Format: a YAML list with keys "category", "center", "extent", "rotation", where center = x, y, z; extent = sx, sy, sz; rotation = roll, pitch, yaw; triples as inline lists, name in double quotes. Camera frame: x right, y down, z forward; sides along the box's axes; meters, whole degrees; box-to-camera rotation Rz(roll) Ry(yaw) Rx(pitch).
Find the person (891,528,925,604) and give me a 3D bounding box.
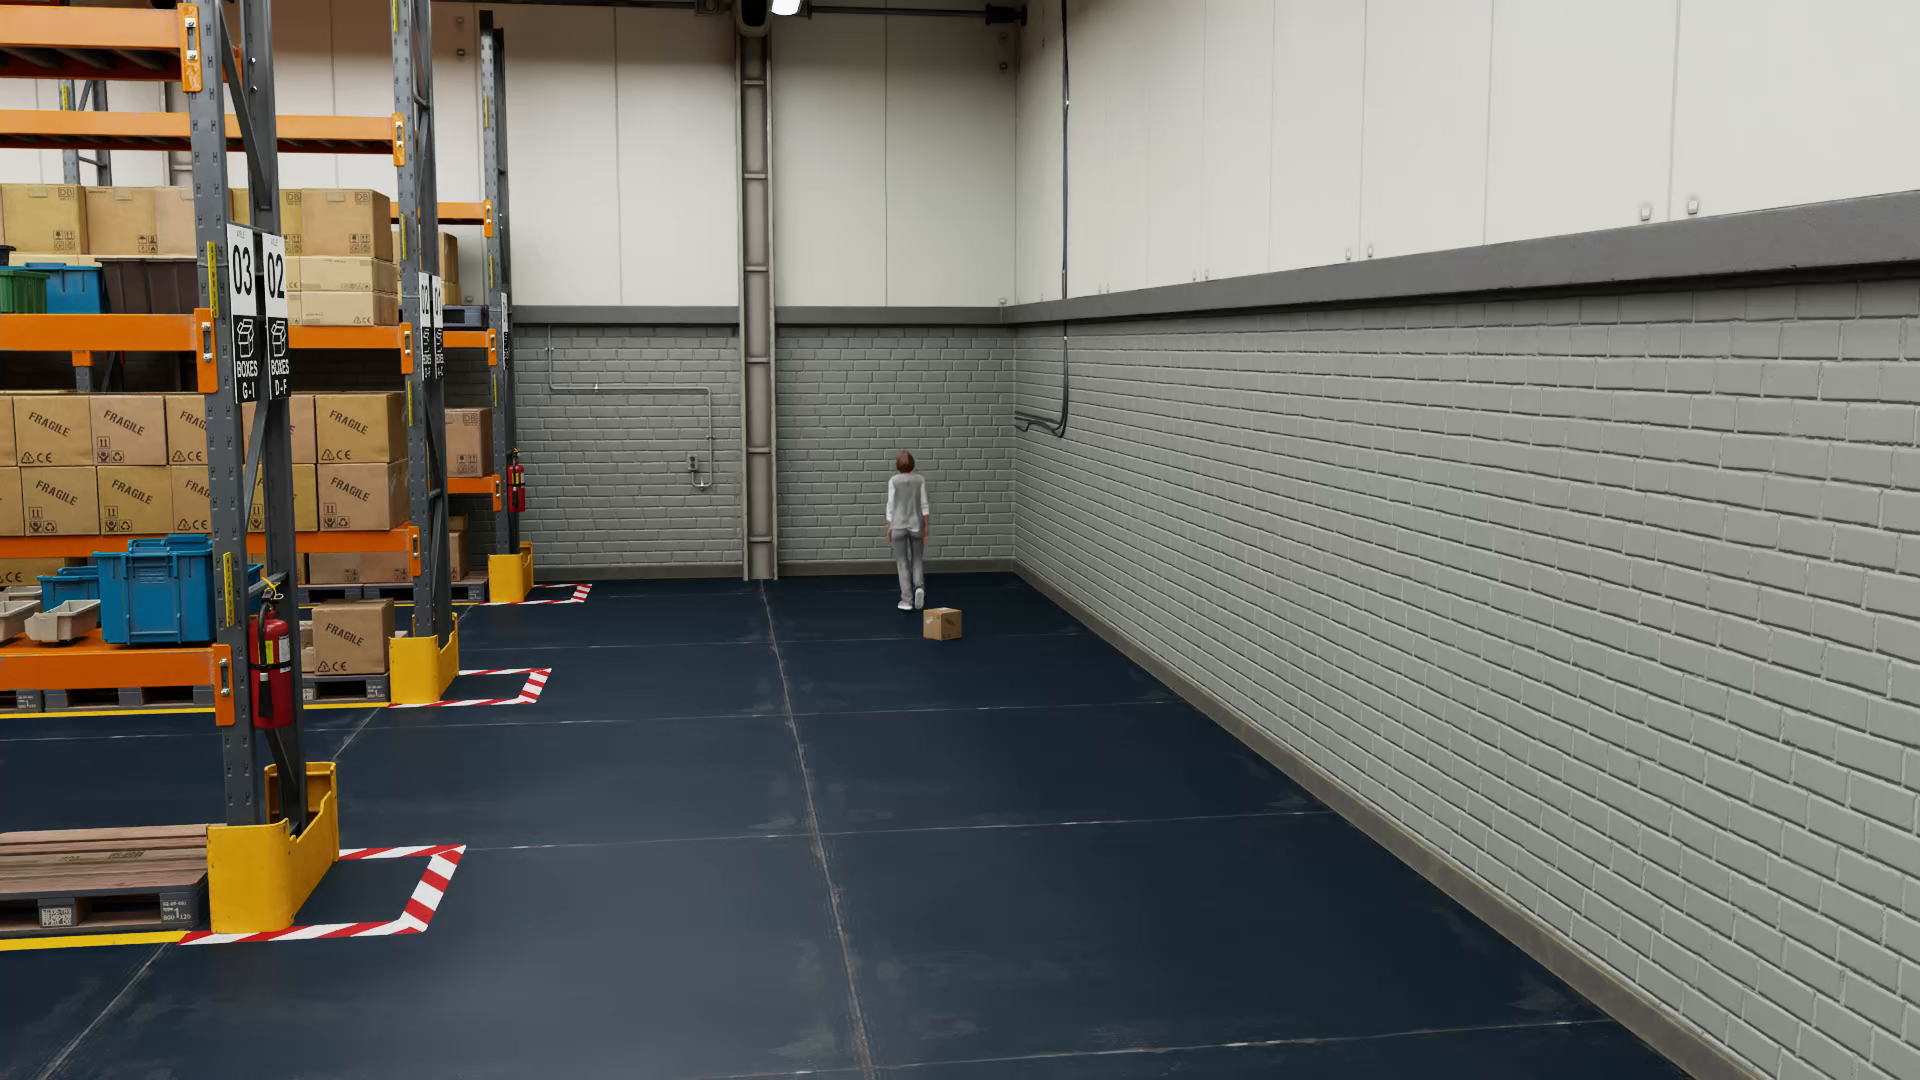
- category: "person"
  center: [-0.522, 0.203, 16.692]
  extent: [0.361, 0.842, 0.386]
  rotation: [-2, 7, -15]
